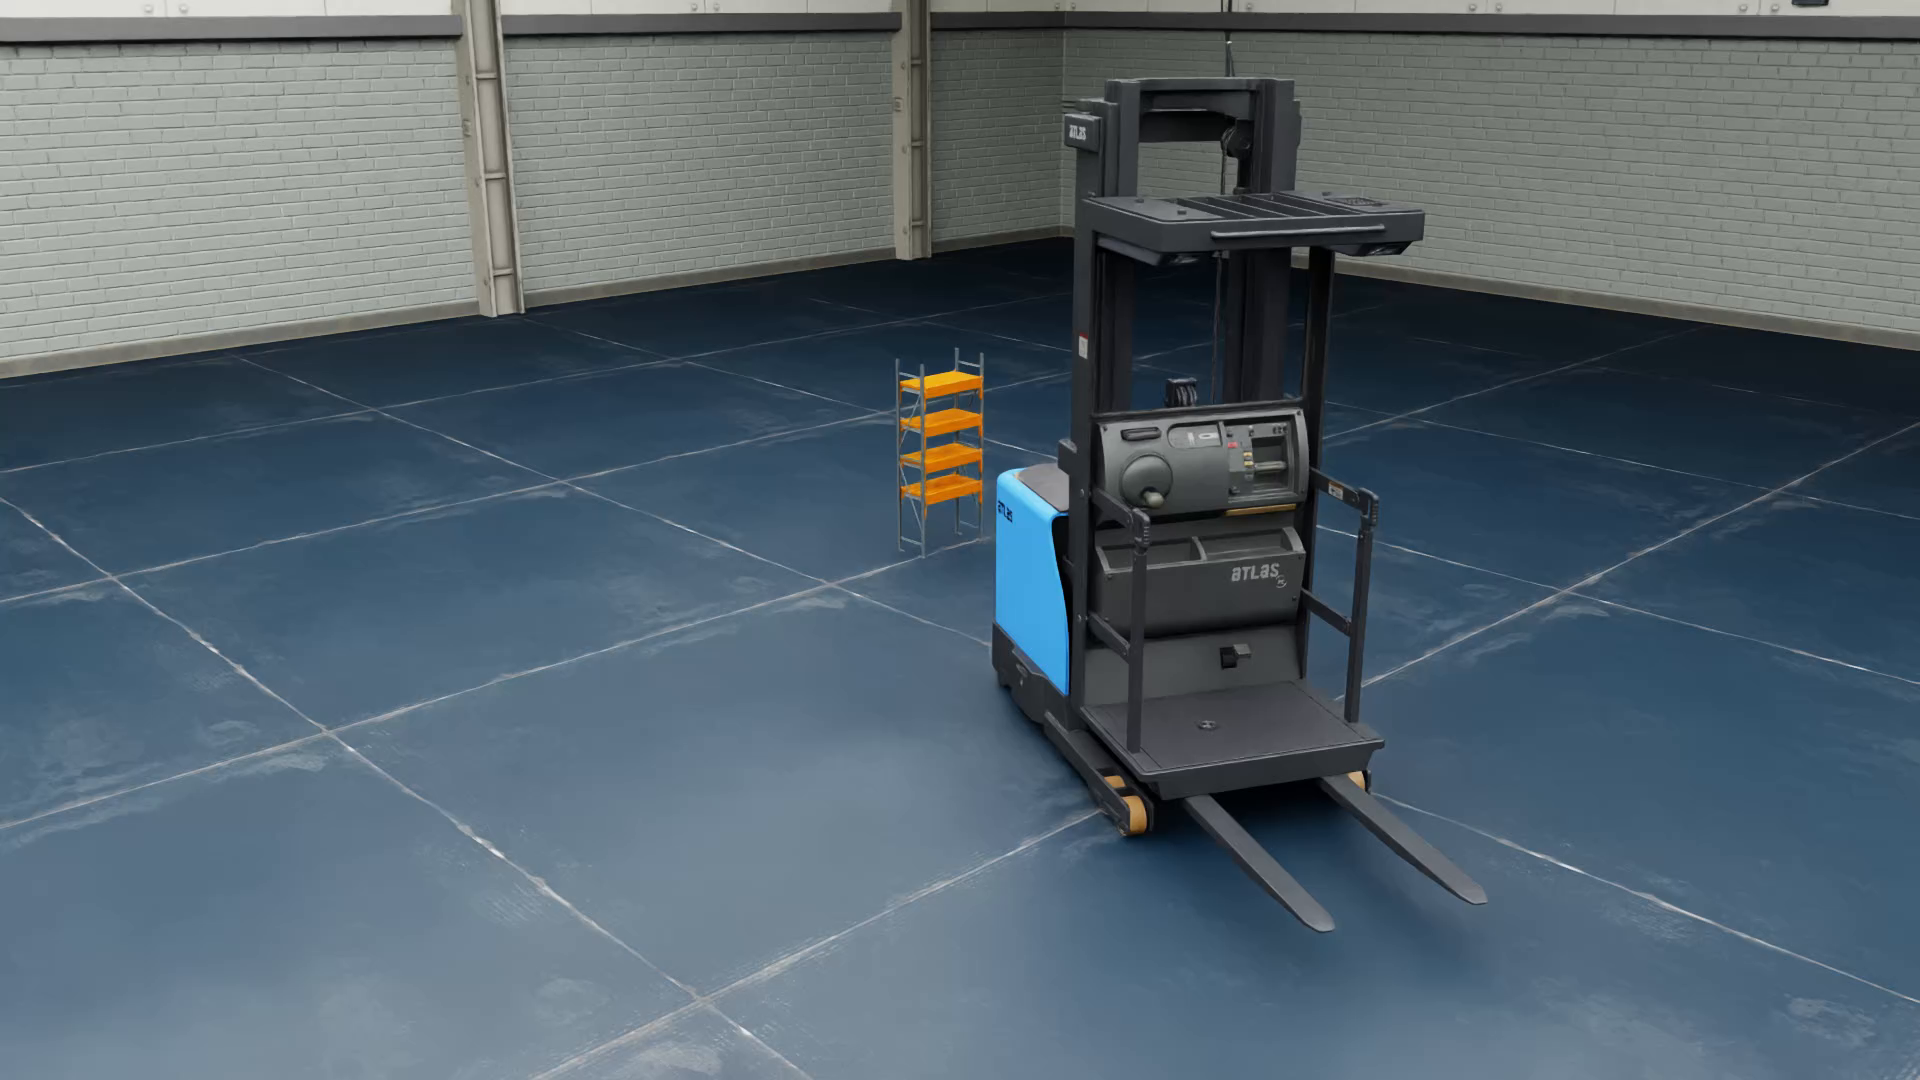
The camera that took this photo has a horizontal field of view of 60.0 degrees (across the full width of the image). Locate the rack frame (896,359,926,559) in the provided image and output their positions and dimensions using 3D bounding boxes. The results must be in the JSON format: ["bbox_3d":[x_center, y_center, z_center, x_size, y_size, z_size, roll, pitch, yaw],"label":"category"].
[{"bbox_3d":[-0.298,-0.484,10.032,0.015,1.200,0.240,-16,24,-41],"label":"rack frame"}]

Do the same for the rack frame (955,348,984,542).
[{"bbox_3d":[0.057,-0.587,10.351,0.015,1.200,0.240,-16,24,-41],"label":"rack frame"}]

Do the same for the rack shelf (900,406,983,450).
[{"bbox_3d":[-0.120,-0.684,10.143,0.480,0.148,0.258,-16,24,-41],"label":"rack shelf"}]

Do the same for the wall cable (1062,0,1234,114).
[{"bbox_3d":[2.427,-6.869,22.114,0.112,2.526,3.097,-16,24,-41],"label":"wall cable"}]

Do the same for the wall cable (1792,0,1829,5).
[{"bbox_3d":[8.938,-7.833,14.539,0.169,6.003,2.305,-16,24,-41],"label":"wall cable"}]

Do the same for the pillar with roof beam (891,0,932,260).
[{"bbox_3d":[2.336,-7.053,17.648,0.400,9.000,9.100,-16,24,-41],"label":"pillar with roof beam"}]

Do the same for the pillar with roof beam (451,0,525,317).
[{"bbox_3d":[-2.024,-5.782,13.727,0.400,9.000,9.100,-16,24,-41],"label":"pillar with roof beam"}]

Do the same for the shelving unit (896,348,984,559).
[{"bbox_3d":[-0.120,-0.536,10.191,0.503,1.200,0.258,-16,24,-41],"label":"shelving unit"}]

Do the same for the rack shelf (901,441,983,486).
[{"bbox_3d":[-0.120,-0.472,10.212,0.480,0.148,0.258,-16,24,-41],"label":"rack shelf"}]

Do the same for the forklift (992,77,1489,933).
[{"bbox_3d":[1.088,-0.326,6.738,1.130,2.935,3.031,-6,19,-17],"label":"forklift"}]

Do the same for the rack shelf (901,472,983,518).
[{"bbox_3d":[-0.120,-0.283,10.273,0.480,0.148,0.258,-16,24,-41],"label":"rack shelf"}]

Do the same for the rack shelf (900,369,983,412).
[{"bbox_3d":[-0.120,-0.909,10.070,0.480,0.148,0.258,-16,24,-41],"label":"rack shelf"}]
